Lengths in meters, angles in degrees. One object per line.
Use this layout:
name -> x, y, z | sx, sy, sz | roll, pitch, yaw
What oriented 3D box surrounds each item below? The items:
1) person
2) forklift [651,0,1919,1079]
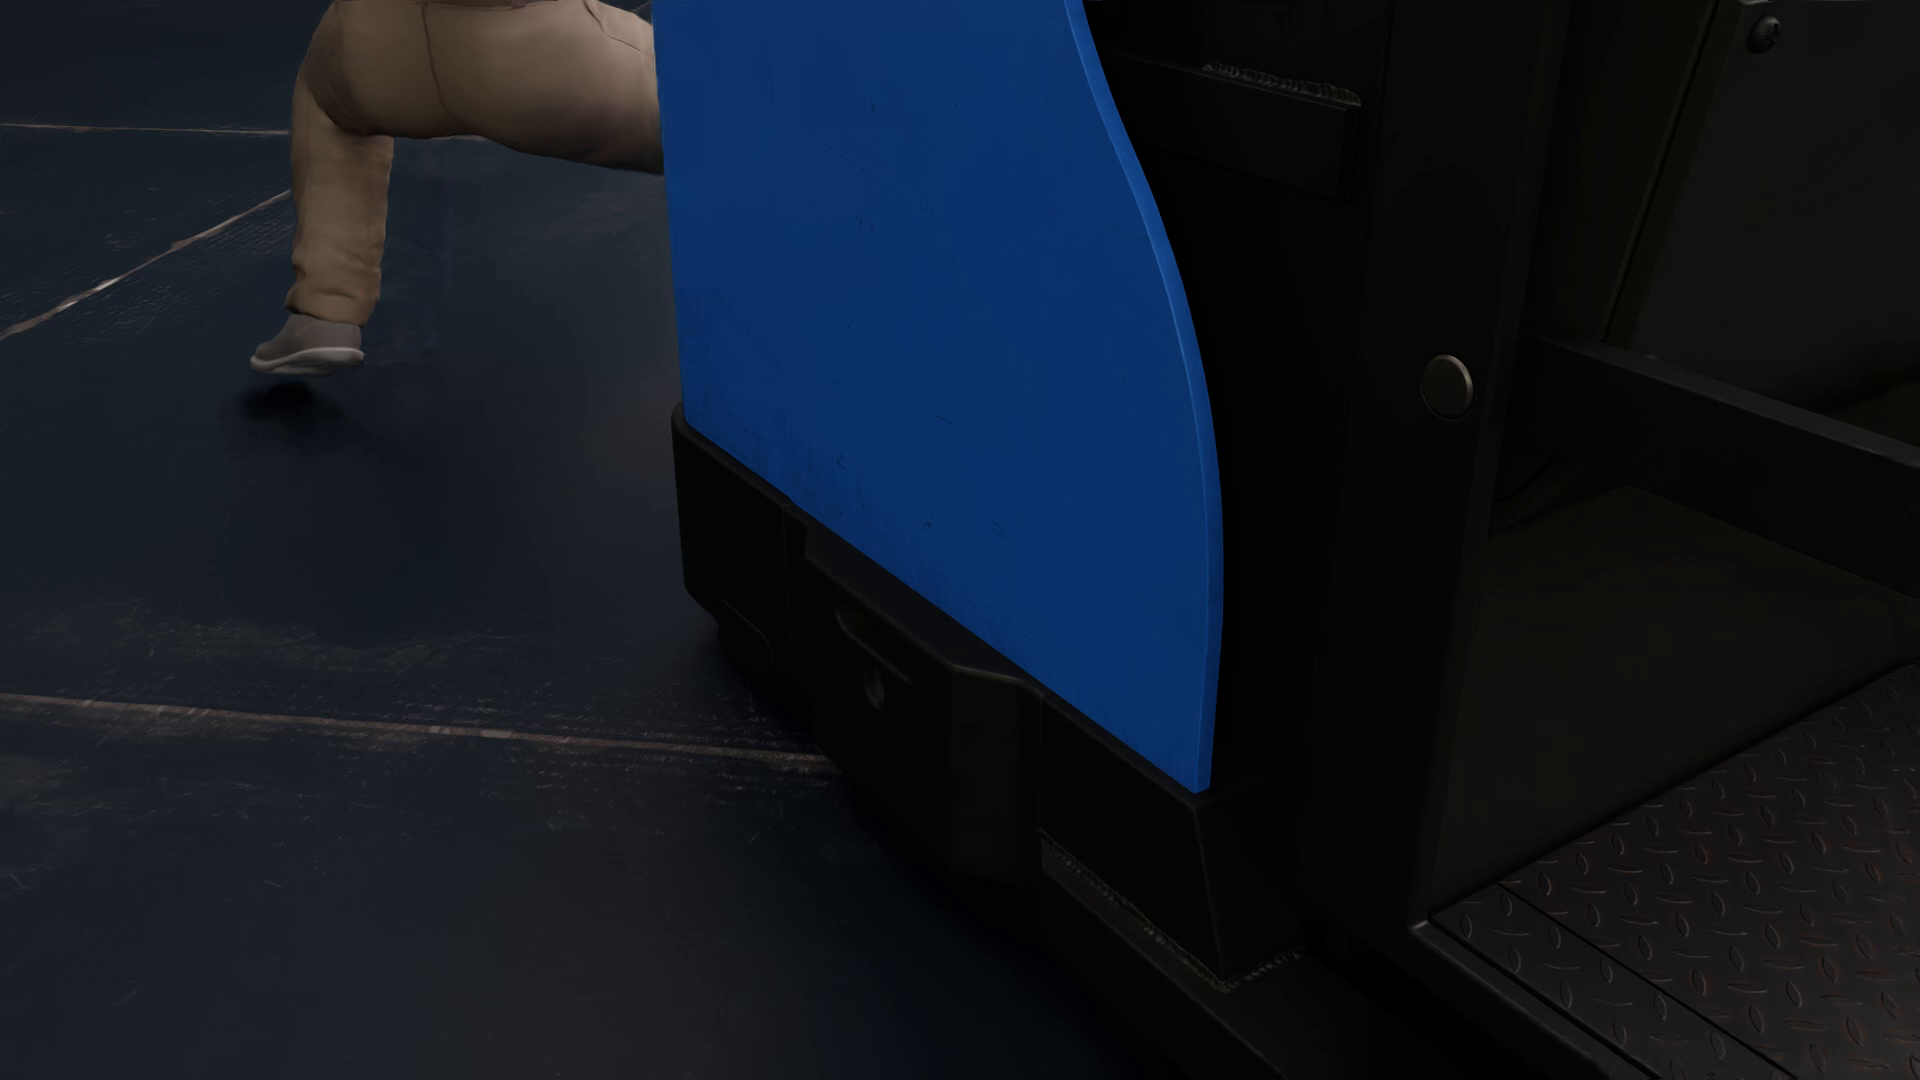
person -> -0.712, -0.924, 2.689 | 1.138, 1.490, 0.706 | 6, 27, 12
forklift -> 0.872, -0.781, 0.783 | 1.130, 2.935, 3.031 | -17, 31, -30
